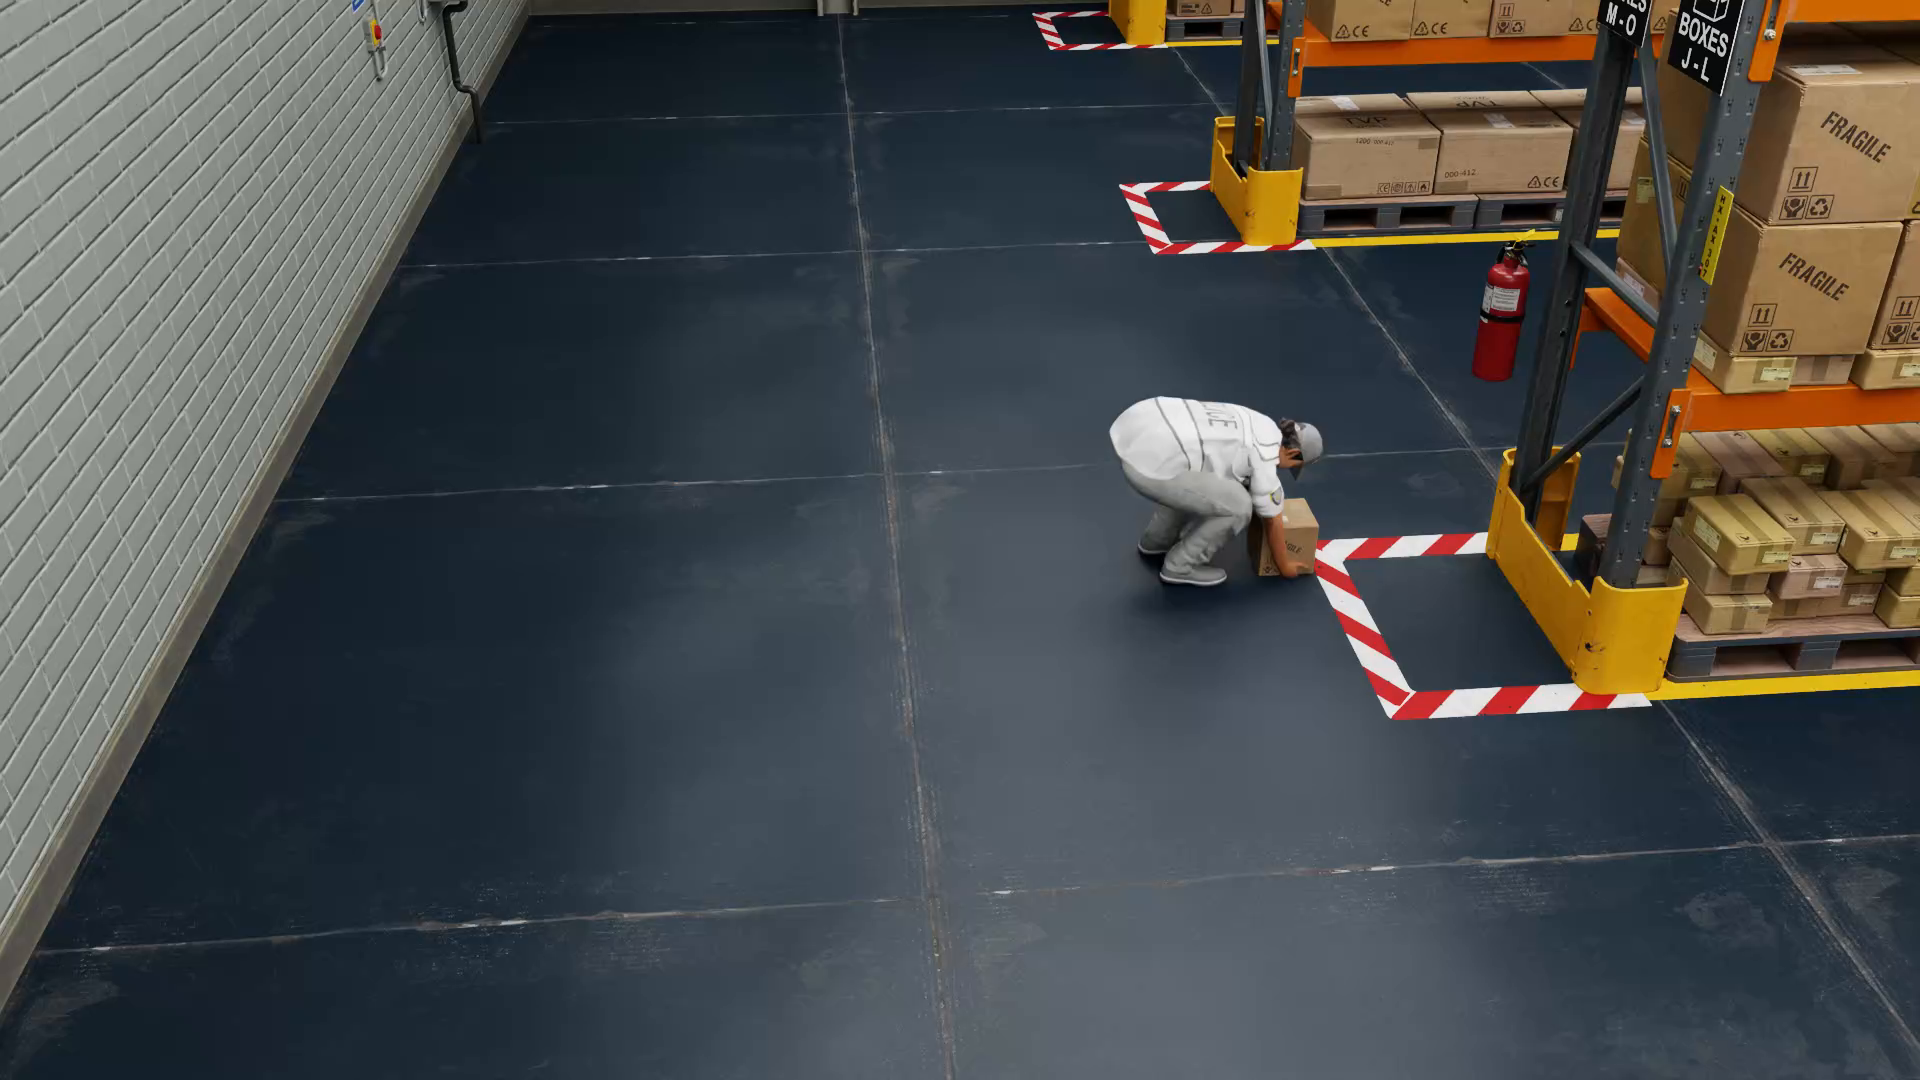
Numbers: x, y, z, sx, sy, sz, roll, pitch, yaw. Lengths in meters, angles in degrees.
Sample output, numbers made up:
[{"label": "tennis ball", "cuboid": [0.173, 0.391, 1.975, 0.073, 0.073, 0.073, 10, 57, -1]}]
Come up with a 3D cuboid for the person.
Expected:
[{"label": "person", "cuboid": [1.124, -0.237, 7.348, 0.942, 0.833, 0.512, -4, 32, -6]}]
